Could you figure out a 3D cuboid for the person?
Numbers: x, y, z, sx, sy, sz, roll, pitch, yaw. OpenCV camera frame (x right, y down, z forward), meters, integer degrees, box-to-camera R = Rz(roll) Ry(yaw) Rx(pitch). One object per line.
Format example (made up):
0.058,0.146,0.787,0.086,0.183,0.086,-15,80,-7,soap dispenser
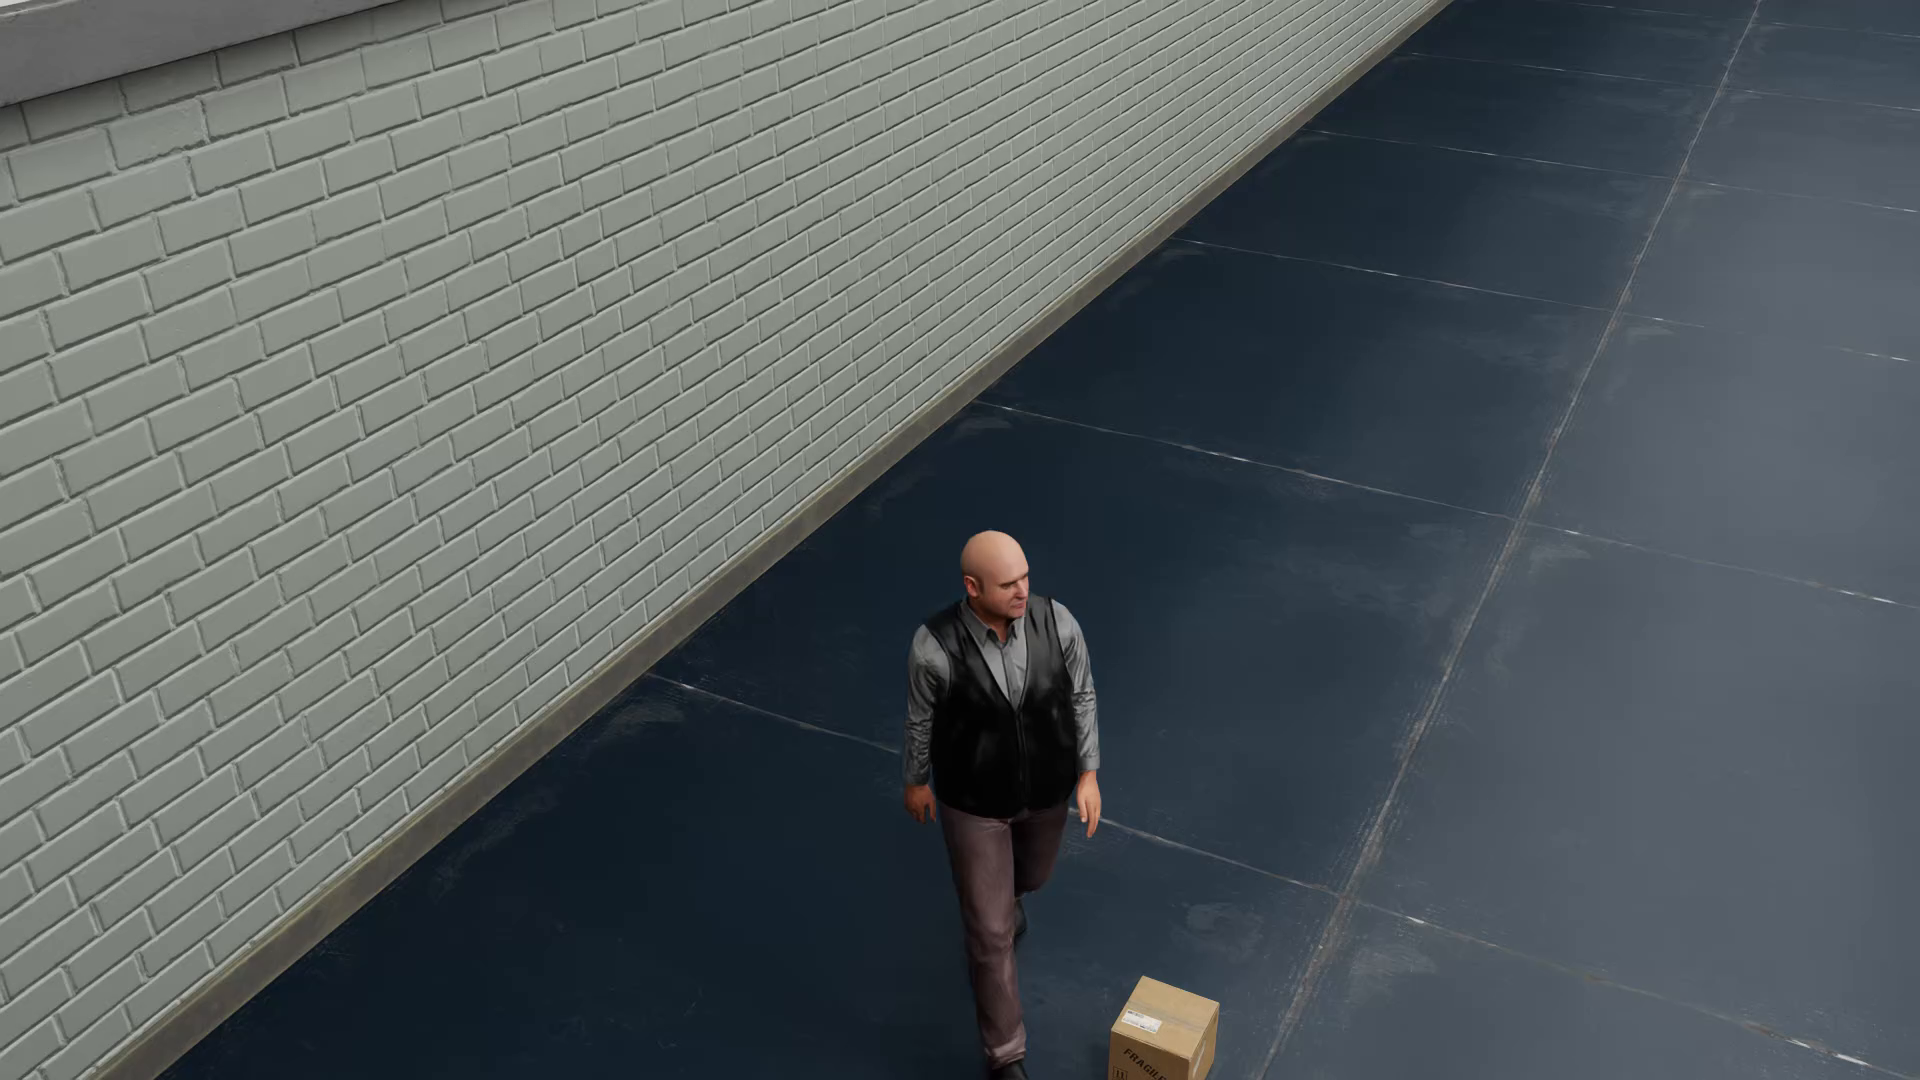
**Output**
0.162,0.762,4.876,0.563,1.667,1.038,-10,31,-17,person
